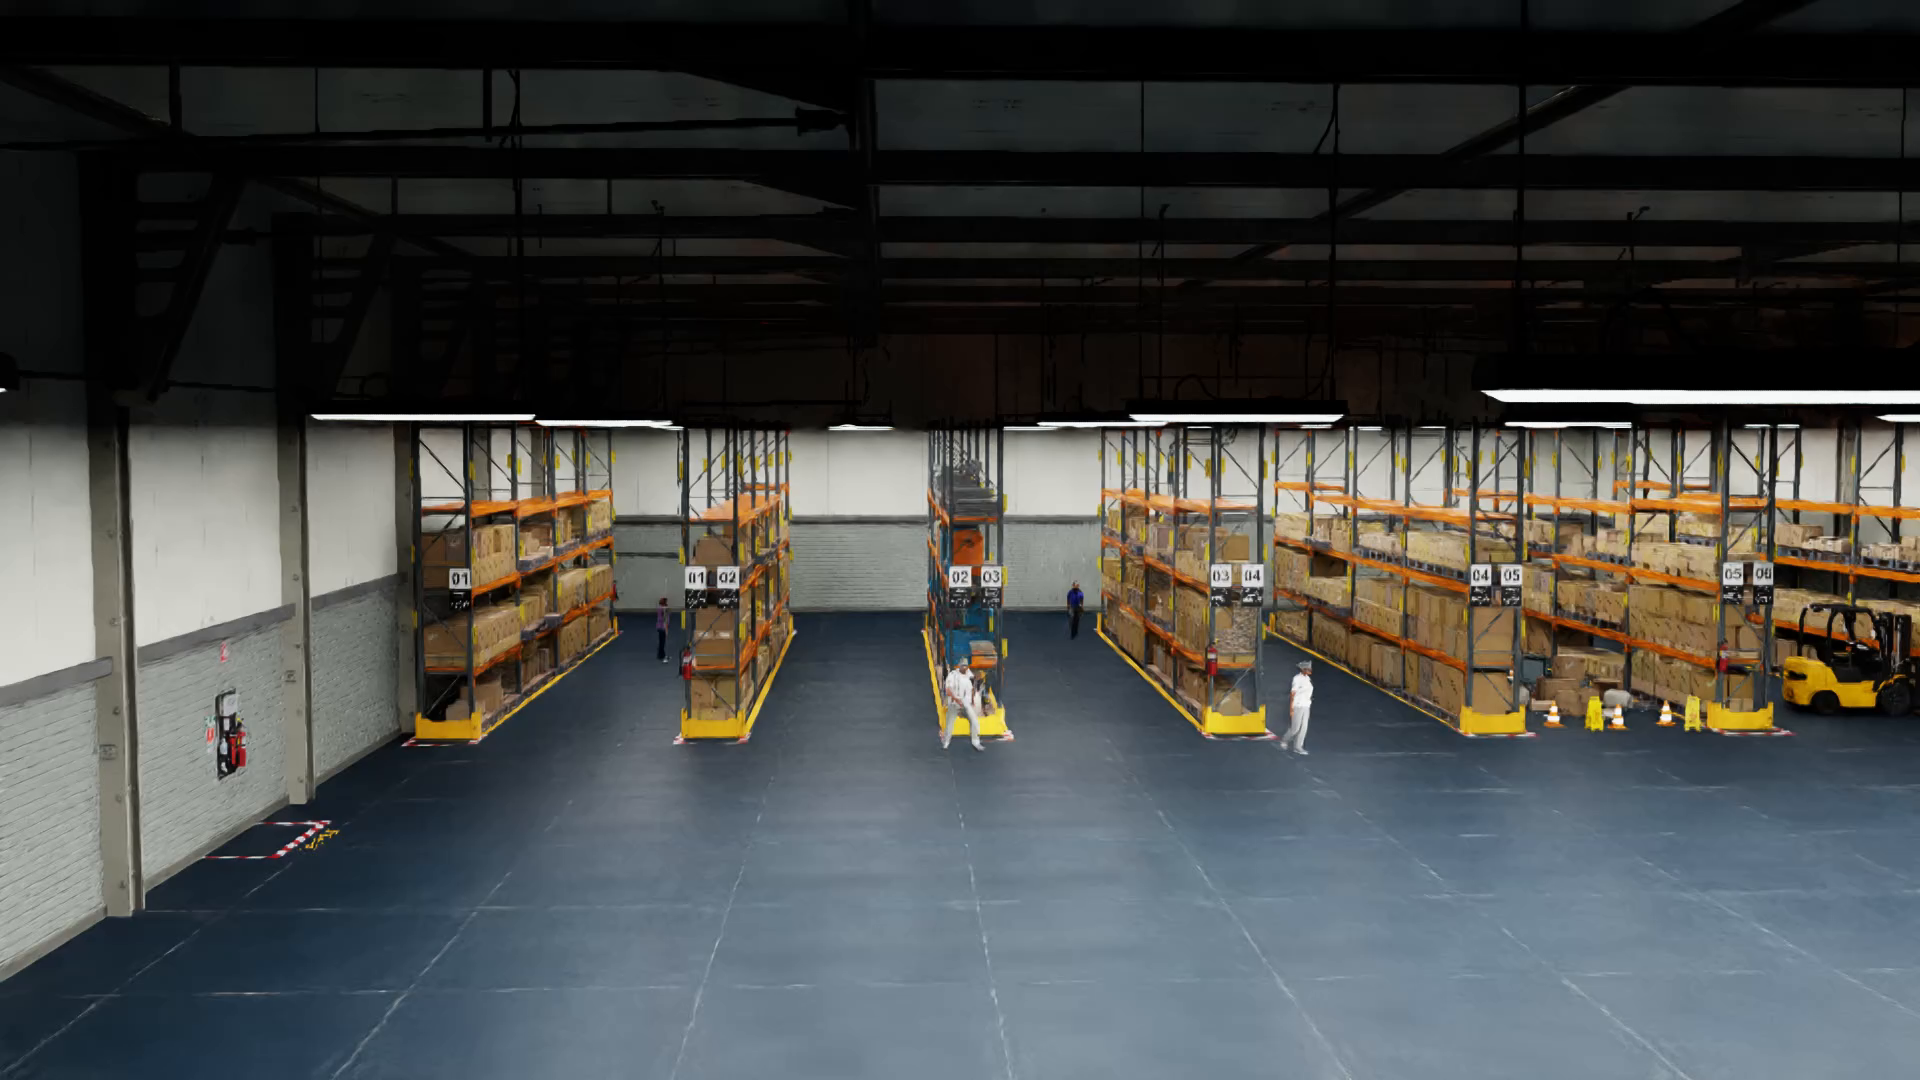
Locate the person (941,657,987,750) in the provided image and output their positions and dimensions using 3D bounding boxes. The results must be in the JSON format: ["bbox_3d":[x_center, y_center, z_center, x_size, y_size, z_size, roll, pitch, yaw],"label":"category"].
[{"bbox_3d":[0.026,2.916,29.898,0.705,1.692,0.850,-1,4,-20],"label":"person"}]

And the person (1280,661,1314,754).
[{"bbox_3d":[5.990,2.964,29.604,0.517,1.664,0.536,-3,5,-39],"label":"person"}]

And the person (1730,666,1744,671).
[{"bbox_3d":[16.543,2.572,35.533,0.554,1.644,0.599,2,4,30],"label":"person"}]

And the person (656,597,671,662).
[{"bbox_3d":[-7.365,2.215,41.404,0.419,1.590,0.504,-2,4,-30],"label":"person"}]

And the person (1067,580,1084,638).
[{"bbox_3d":[3.209,1.902,46.189,0.447,1.571,1.069,0,4,-4],"label":"person"}]
